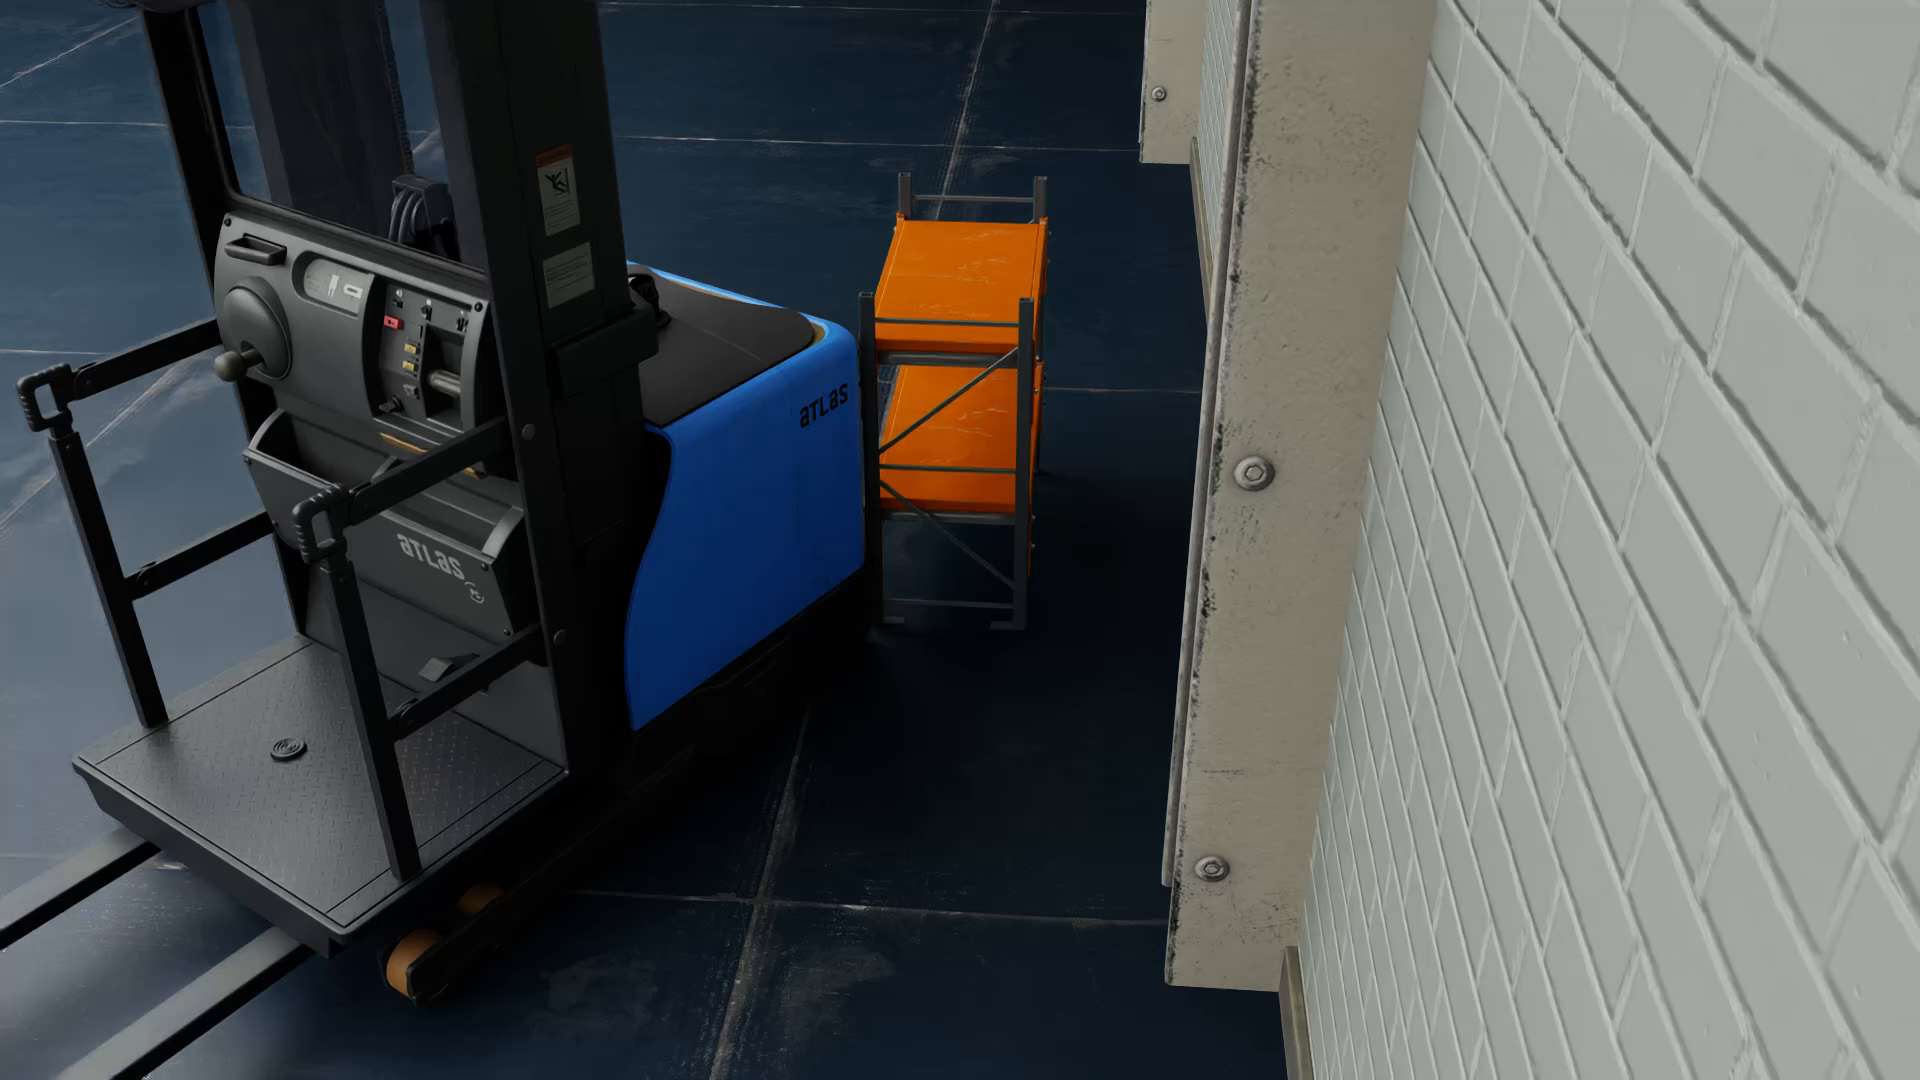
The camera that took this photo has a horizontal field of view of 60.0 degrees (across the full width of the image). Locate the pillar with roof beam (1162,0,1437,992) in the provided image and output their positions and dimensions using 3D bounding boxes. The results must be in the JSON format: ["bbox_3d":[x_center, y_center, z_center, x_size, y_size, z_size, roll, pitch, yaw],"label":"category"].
[{"bbox_3d":[-3.626,-3.040,2.106,9.100,9.000,0.400,2,32,4],"label":"pillar with roof beam"}]

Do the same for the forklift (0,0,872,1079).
[{"bbox_3d":[-1.527,-0.438,3.668,1.130,2.935,3.031,20,37,29],"label":"forklift"}]

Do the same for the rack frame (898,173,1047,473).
[{"bbox_3d":[0.043,-0.744,5.883,0.500,1.125,0.032,2,32,4],"label":"rack frame"}]

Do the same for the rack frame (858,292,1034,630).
[{"bbox_3d":[-0.039,-0.212,5.021,0.500,1.125,0.032,2,32,4],"label":"rack frame"}]

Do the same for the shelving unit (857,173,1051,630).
[{"bbox_3d":[0.002,-0.478,5.452,0.538,1.125,1.048,2,32,4],"label":"shelving unit"}]

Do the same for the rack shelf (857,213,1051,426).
[{"bbox_3d":[0.002,-0.727,5.298,0.538,0.278,1.000,2,32,4],"label":"rack shelf"}]

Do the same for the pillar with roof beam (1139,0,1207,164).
[{"bbox_3d":[-3.137,-6.177,7.197,9.100,9.000,0.400,2,32,4],"label":"pillar with roof beam"}]

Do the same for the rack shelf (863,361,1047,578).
[{"bbox_3d":[0.002,-0.269,5.580,0.538,0.278,1.000,2,32,4],"label":"rack shelf"}]
